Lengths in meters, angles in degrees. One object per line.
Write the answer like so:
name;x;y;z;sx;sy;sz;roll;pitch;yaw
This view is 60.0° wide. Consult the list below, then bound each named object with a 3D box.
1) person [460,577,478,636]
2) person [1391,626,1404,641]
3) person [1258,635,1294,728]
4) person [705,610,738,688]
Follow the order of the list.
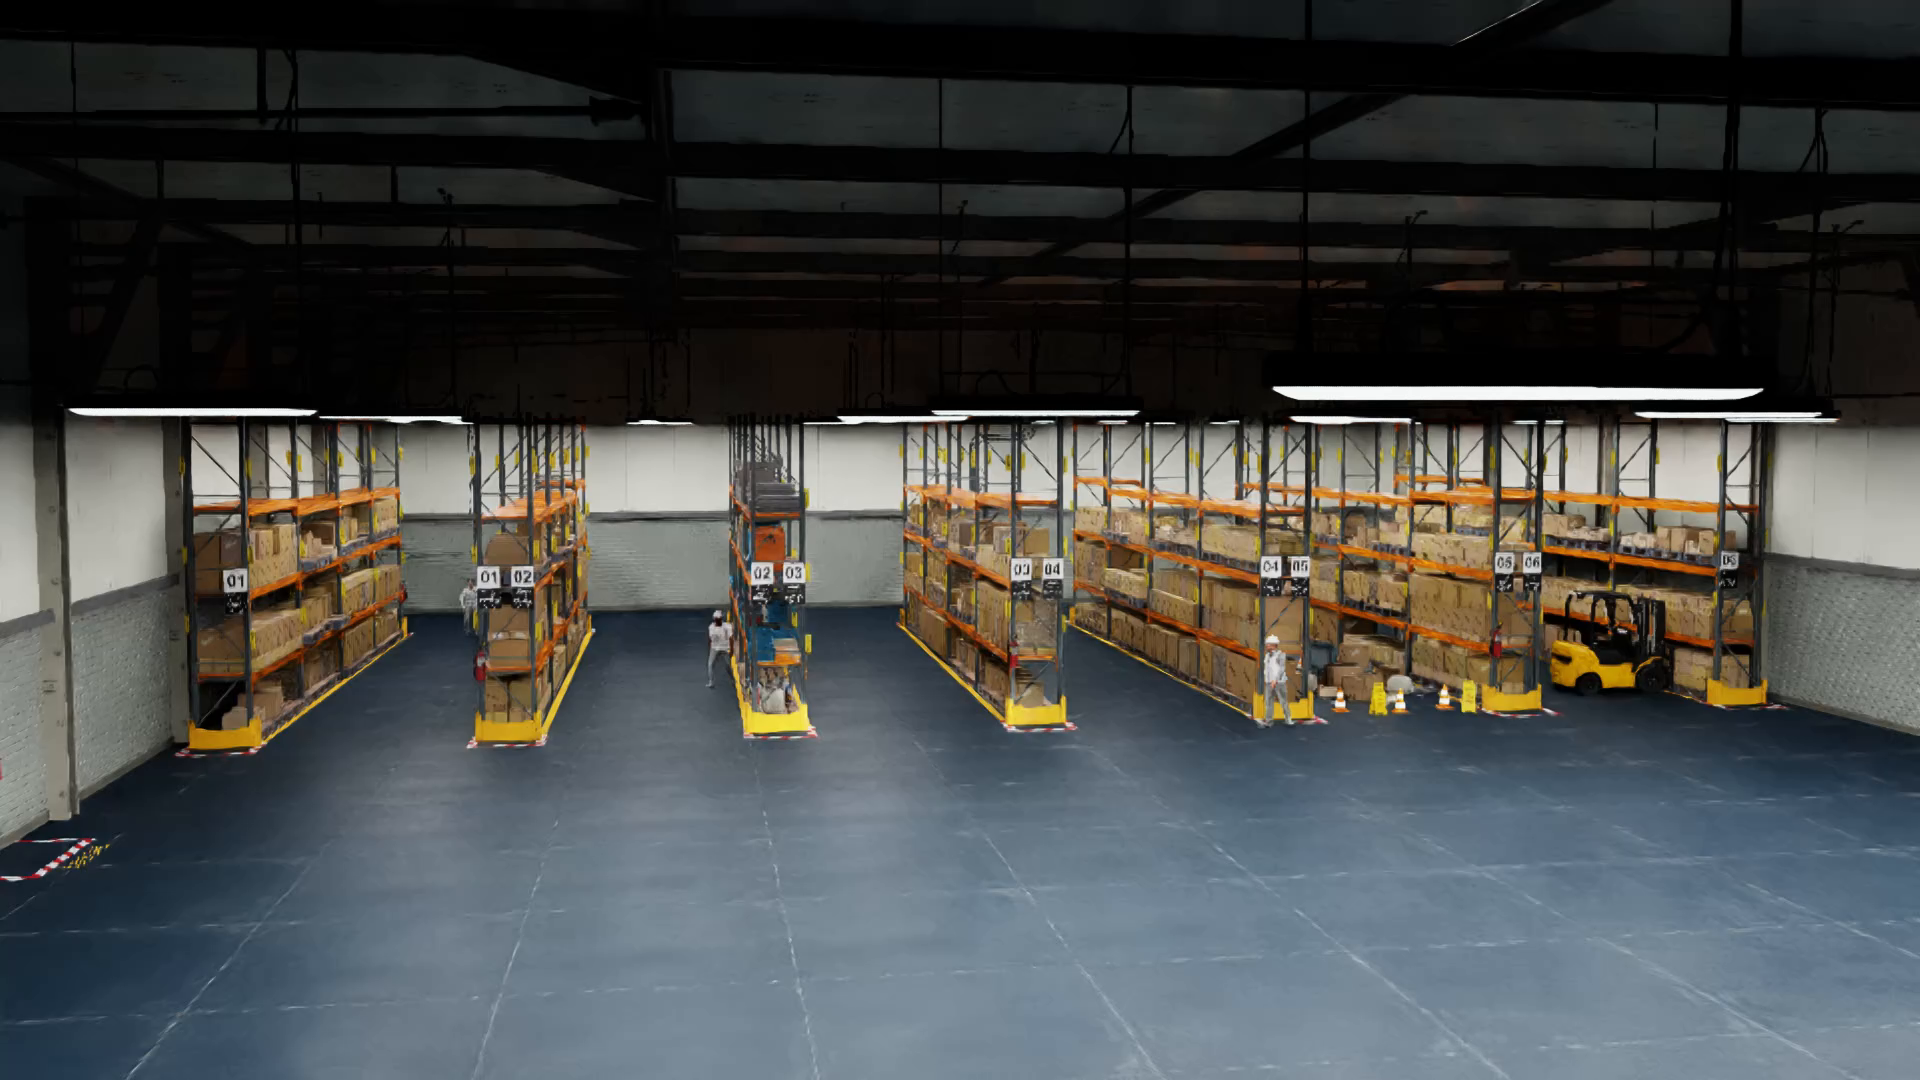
person;-13.375;1.818;45.573;0.639;1.632;0.512;-1;4;-12
person;11.353;1.956;42.910;0.409;1.676;0.532;-3;5;-41
person;6.028;2.691;31.693;0.700;1.769;0.555;-3;5;-36
person;-5.276;2.381;36.685;0.616;1.712;0.970;1;4;11
